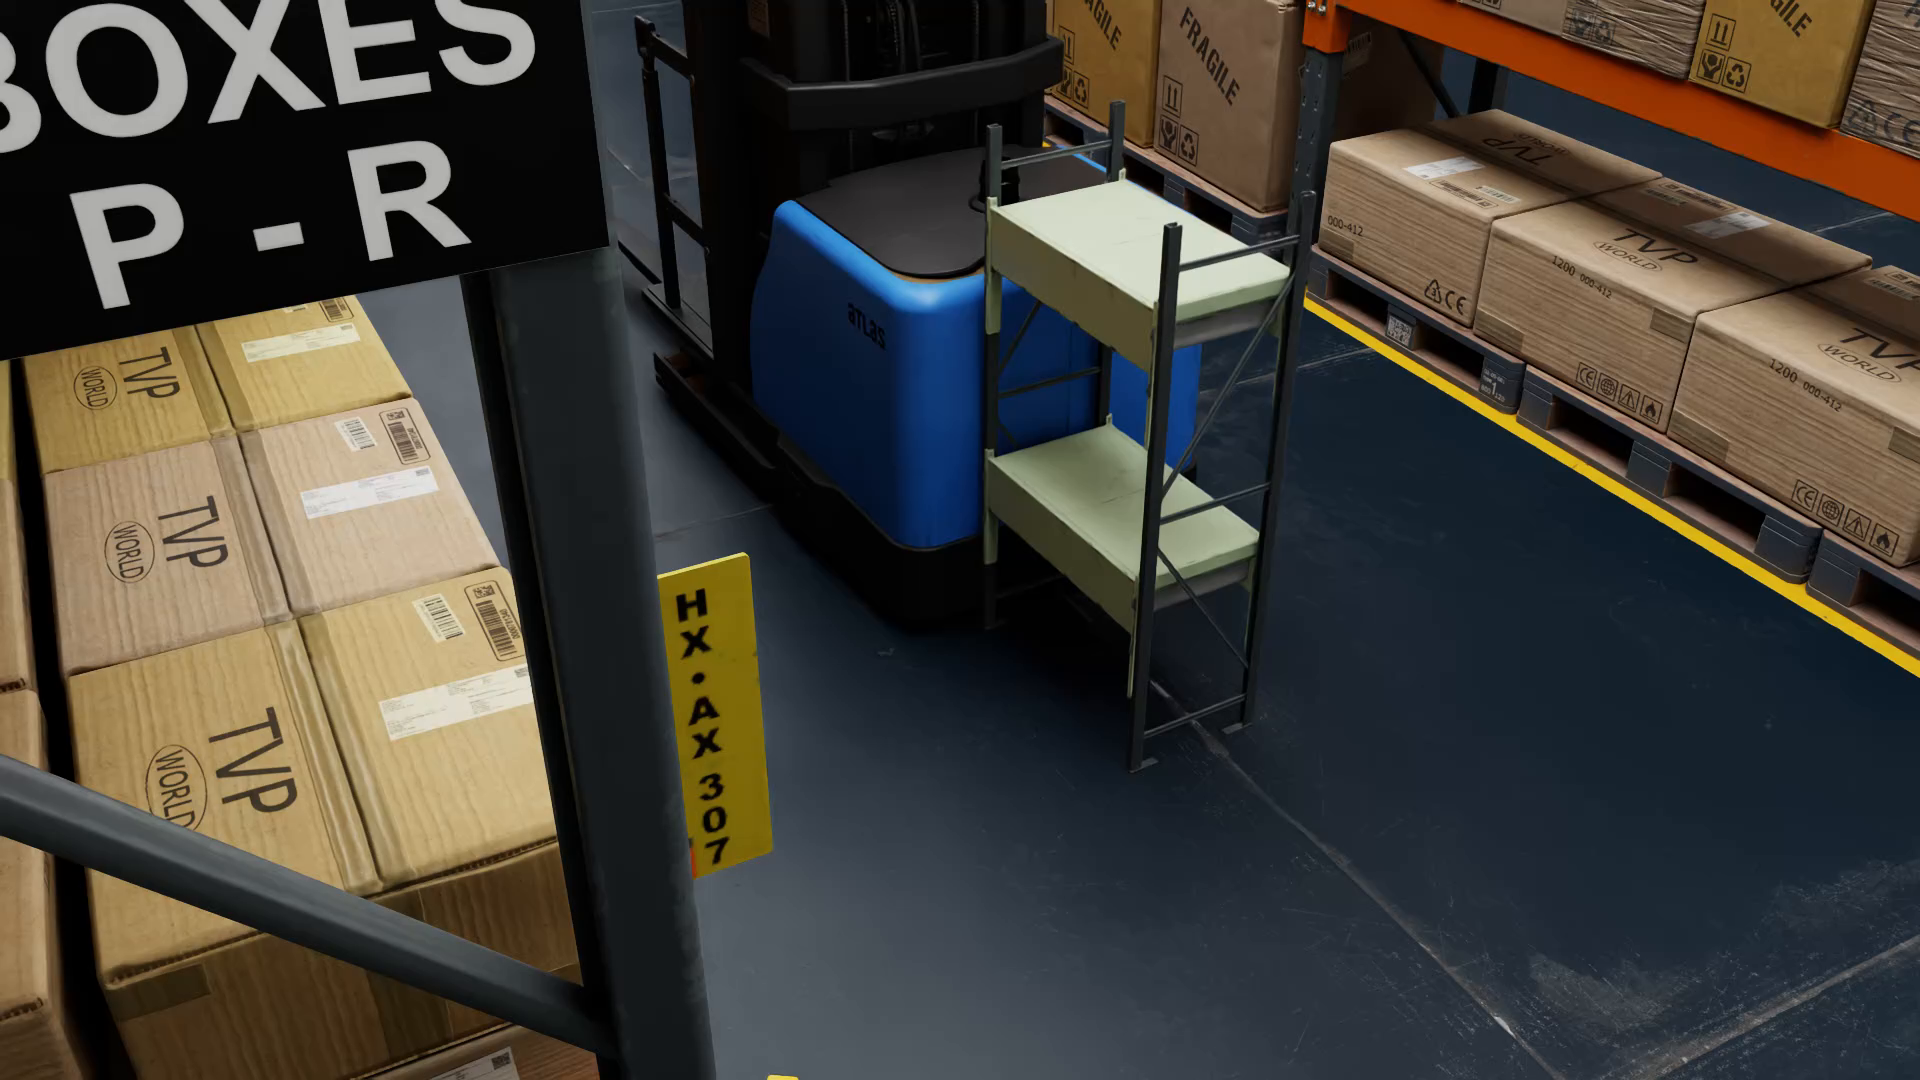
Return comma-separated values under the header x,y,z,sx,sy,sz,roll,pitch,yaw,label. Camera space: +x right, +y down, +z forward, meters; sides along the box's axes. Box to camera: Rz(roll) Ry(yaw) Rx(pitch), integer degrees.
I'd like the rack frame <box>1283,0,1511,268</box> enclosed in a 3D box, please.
x,y,z,sx,sy,sz,roll,pitch,yaw,label
1.828,-2.498,6.369,1.000,3.000,0.127,-16,36,-23,rack frame

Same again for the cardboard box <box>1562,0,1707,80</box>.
x,y,z,sx,sy,sz,roll,pitch,yaw,label
2.273,-1.771,5.140,0.500,0.500,0.500,-16,36,-23,cardboard box

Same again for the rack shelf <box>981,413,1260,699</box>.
x,y,z,sx,sy,sz,roll,pitch,yaw,label
0.424,0.021,4.431,0.431,0.370,0.720,-17,37,-25,rack shelf

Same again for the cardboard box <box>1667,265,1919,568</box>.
x,y,z,sx,sy,sz,roll,pitch,yaw,label
2.863,-0.412,5.098,0.875,0.438,0.875,-15,36,-22,cardboard box

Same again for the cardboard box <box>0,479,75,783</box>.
x,y,z,sx,sy,sz,roll,pitch,yaw,label
-1.385,0.200,2.021,0.500,0.250,0.500,-16,36,-23,cardboard box

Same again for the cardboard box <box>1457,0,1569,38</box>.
x,y,z,sx,sy,sz,roll,pitch,yaw,label
2.046,-2.009,5.513,0.500,0.500,0.500,-16,36,-23,cardboard box

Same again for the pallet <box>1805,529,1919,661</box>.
x,y,z,sx,sy,sz,roll,pitch,yaw,label
3.251,0.223,4.707,1.003,0.211,1.213,-16,36,-23,pallet

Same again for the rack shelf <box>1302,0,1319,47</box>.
x,y,z,sx,sy,sz,roll,pitch,yaw,label
0.896,-3.150,8.053,1.077,0.370,4.000,-16,36,-23,rack shelf

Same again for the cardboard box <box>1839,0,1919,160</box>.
x,y,z,sx,sy,sz,roll,pitch,yaw,label
2.765,-1.281,4.377,0.500,0.500,0.500,-15,36,-22,cardboard box

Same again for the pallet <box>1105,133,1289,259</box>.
x,y,z,sx,sy,sz,roll,pitch,yaw,label
1.402,-1.674,7.666,1.003,0.211,1.213,-16,36,-23,pallet

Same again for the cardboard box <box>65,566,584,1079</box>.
x,y,z,sx,sy,sz,roll,pitch,yaw,label
-0.669,0.314,1.842,0.500,0.250,0.500,-16,36,-23,cardboard box

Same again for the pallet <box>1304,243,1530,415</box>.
x,y,z,sx,sy,sz,roll,pitch,yaw,label
2.114,-0.942,6.524,1.003,0.211,1.213,-16,36,-23,pallet

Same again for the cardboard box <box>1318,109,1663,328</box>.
x,y,z,sx,sy,sz,roll,pitch,yaw,label
2.026,-1.270,6.437,0.875,0.438,0.875,-16,36,-24,cardboard box

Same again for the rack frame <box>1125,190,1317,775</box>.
x,y,z,sx,sy,sz,roll,pitch,yaw,label
0.608,-0.083,3.989,0.400,1.500,0.023,-17,37,-25,rack frame

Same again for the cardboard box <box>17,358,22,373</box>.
x,y,z,sx,sy,sz,roll,pitch,yaw,label
-1.401,-0.406,2.966,0.500,0.250,0.500,-17,36,-24,cardboard box

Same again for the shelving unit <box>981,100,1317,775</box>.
x,y,z,sx,sy,sz,roll,pitch,yaw,label
0.424,-0.254,4.256,0.431,1.500,0.755,-17,37,-25,shelving unit

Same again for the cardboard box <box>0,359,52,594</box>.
x,y,z,sx,sy,sz,roll,pitch,yaw,label
-1.611,-0.038,2.392,0.500,0.250,0.500,-15,35,-22,cardboard box

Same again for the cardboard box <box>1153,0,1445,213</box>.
x,y,z,sx,sy,sz,roll,pitch,yaw,label
1.468,-2.056,7.259,0.875,0.875,0.875,-15,35,-22,cardboard box

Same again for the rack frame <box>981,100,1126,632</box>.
x,y,z,sx,sy,sz,roll,pitch,yaw,label
0.240,-0.424,4.522,0.400,1.500,0.023,-17,37,-25,rack frame

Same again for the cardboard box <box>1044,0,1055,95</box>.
x,y,z,sx,sy,sz,roll,pitch,yaw,label
0.624,-2.912,8.595,0.875,0.875,0.875,-15,36,-23,cardboard box

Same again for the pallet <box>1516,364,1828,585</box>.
x,y,z,sx,sy,sz,roll,pitch,yaw,label
2.686,-0.359,5.614,1.003,0.211,1.213,-16,36,-23,pallet

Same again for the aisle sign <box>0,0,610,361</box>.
x,y,z,sx,sy,sz,roll,pitch,yaw,label
-0.405,-0.475,0.801,0.394,0.787,0.004,-16,36,-23,aisle sign

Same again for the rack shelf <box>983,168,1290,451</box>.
x,y,z,sx,sy,sz,roll,pitch,yaw,label
0.424,-0.582,4.045,0.431,0.370,0.720,-17,37,-25,rack shelf

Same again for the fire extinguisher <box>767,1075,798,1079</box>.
x,y,z,sx,sy,sz,roll,pitch,yaw,label
-0.219,0.804,1.631,0.296,0.674,0.183,-16,36,-23,fire extinguisher

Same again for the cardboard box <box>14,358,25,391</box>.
x,y,z,sx,sy,sz,roll,pitch,yaw,label
-1.855,-0.288,2.782,0.500,0.250,0.500,-16,36,-23,cardboard box

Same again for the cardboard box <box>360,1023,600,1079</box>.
x,y,z,sx,sy,sz,roll,pitch,yaw,label
-0.607,0.541,1.858,0.380,0.149,0.250,-16,36,-23,cardboard box

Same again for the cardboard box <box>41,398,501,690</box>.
x,y,z,sx,sy,sz,roll,pitch,yaw,label
-0.905,0.074,2.217,0.500,0.250,0.500,-15,36,-23,cardboard box

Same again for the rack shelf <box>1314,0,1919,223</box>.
x,y,z,sx,sy,sz,roll,pitch,yaw,label
2.761,-1.241,5.073,1.077,0.370,4.000,-16,36,-23,rack shelf

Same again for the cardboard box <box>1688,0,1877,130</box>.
x,y,z,sx,sy,sz,roll,pitch,yaw,label
2.513,-1.525,4.757,0.500,0.500,0.500,-15,35,-22,cardboard box

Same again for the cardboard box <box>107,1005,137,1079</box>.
x,y,z,sx,sy,sz,roll,pitch,yaw,label
-1.152,0.539,1.860,0.380,0.149,0.250,-15,35,-22,cardboard box

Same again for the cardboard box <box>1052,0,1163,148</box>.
x,y,z,sx,sy,sz,roll,pitch,yaw,label
1.040,-2.485,7.929,0.875,0.875,0.875,-15,36,-22,cardboard box

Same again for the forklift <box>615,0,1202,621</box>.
x,y,z,sx,sy,sz,roll,pitch,yaw,label
-0.451,-1.769,5.294,1.130,2.935,3.031,-17,37,-25,forklift

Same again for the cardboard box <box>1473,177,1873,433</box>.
x,y,z,sx,sy,sz,roll,pitch,yaw,label
2.444,-0.843,5.770,0.875,0.438,0.875,-17,36,-24,cardboard box

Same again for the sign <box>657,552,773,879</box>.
x,y,z,sx,sy,sz,roll,pitch,yaw,label
-0.216,0.160,1.418,0.100,0.325,0.005,-16,36,-23,sign

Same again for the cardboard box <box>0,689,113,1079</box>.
x,y,z,sx,sy,sz,roll,pitch,yaw,label
-1.145,0.446,1.637,0.500,0.250,0.500,-15,36,-22,cardboard box

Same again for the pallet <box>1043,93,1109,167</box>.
x,y,z,sx,sy,sz,roll,pitch,yaw,label
0.829,-2.256,8.576,1.003,0.211,1.213,-16,36,-23,pallet

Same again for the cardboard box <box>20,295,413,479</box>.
x,y,z,sx,sy,sz,roll,pitch,yaw,label
-1.144,-0.167,2.594,0.500,0.250,0.500,-17,36,-24,cardboard box
